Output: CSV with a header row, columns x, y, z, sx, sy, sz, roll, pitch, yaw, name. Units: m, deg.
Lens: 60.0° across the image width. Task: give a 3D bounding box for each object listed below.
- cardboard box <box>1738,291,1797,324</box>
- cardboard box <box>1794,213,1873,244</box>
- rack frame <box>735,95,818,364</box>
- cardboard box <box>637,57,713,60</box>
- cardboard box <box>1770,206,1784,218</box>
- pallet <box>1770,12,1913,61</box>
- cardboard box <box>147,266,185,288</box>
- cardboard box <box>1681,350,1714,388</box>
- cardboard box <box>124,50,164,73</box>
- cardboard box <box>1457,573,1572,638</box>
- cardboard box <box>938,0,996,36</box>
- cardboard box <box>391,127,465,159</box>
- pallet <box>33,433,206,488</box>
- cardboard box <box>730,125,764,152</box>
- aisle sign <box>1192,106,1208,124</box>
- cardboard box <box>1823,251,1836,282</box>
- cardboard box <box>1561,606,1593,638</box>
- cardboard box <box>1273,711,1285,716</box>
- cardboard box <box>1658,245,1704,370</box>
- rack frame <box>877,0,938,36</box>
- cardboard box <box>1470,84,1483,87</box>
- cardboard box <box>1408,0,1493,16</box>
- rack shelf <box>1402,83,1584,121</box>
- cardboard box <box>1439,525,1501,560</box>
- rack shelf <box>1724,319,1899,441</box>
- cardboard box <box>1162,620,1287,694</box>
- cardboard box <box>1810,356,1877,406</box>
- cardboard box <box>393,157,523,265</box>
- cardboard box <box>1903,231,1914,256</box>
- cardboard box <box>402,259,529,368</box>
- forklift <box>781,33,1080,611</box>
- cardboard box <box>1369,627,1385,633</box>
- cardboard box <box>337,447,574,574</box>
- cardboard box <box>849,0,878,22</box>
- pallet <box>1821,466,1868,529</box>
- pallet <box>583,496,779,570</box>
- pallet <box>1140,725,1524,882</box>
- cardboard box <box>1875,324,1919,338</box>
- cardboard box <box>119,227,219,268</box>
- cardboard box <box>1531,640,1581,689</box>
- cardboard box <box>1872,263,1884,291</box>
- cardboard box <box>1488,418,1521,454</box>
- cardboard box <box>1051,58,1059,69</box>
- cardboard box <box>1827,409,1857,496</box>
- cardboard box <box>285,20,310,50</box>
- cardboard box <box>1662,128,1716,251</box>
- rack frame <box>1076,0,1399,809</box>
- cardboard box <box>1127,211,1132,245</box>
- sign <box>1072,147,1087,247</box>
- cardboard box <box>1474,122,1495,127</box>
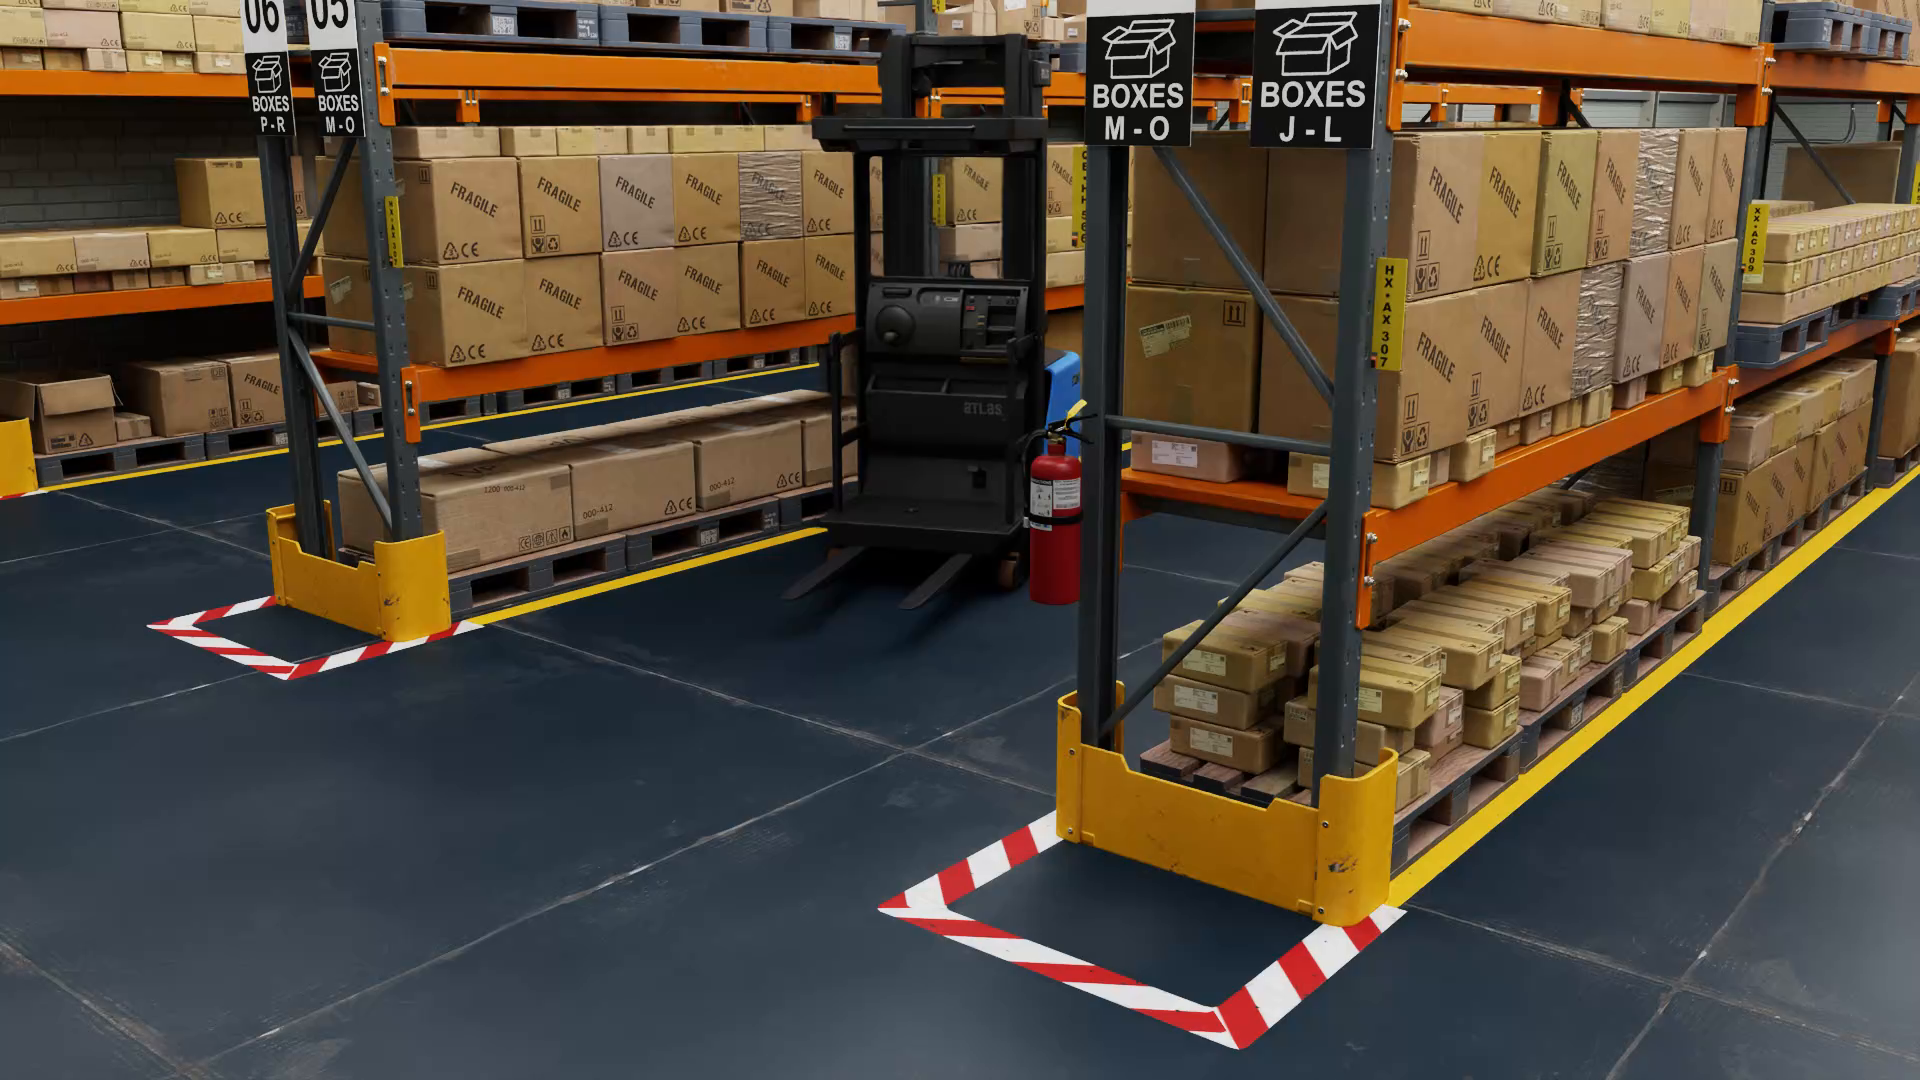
x,y,z,sx,sy,sz,roll,pitch,yaw,name
3.952,-1.178,8.325,0.380,0.149,0.250,10,17,35,cardboard box
4.930,-1.766,9.432,0.380,0.149,0.250,12,19,39,cardboard box
-1.916,-3.372,17.304,1.000,3.000,0.127,11,18,38,rack frame
-2.680,-4.425,15.662,0.500,0.250,0.500,11,18,38,cardboard box
4.928,-2.021,10.434,0.380,0.149,0.250,10,18,35,cardboard box
4.467,-2.755,9.167,1.213,0.211,1.003,11,18,38,pallet
-5.893,-1.941,12.181,0.380,0.149,0.250,12,18,38,cardboard box
3.272,-0.813,7.741,0.380,0.149,0.250,11,18,36,cardboard box
-5.849,-3.381,11.757,0.380,0.149,0.250,11,18,37,cardboard box
2.238,0.261,6.732,0.380,0.149,0.250,12,18,38,cardboard box
0.019,-3.472,11.027,0.396,0.266,0.258,11,18,37,cardboard box
-2.643,-1.945,8.136,0.380,0.149,0.250,12,18,39,cardboard box
-6.396,-0.656,12.276,1.003,0.211,1.213,11,18,38,pallet
-1.366,-2.343,9.701,0.380,0.149,0.250,11,18,36,cardboard box
3.381,-6.131,22.886,0.394,0.787,0.004,11,18,38,aisle sign
4.438,-1.471,8.876,0.380,0.149,0.250,10,18,35,cardboard box
2.518,0.292,7.213,0.380,0.149,0.250,10,17,35,cardboard box
1.084,0.654,6.392,0.380,0.149,0.250,12,19,39,cardboard box
2.935,-1.049,7.352,0.500,0.500,0.500,11,18,36,cardboard box
-0.567,-4.746,10.529,1.000,3.000,0.127,11,18,38,rack frame
5.314,-4.872,17.628,0.380,0.149,0.250,12,19,39,cardboard box
1.313,-1.753,5.145,0.500,0.250,0.500,12,19,39,cardboard box
5.718,-4.859,18.526,1.077,0.370,4.000,11,18,38,rack shelf
2.259,0.021,7.676,0.380,0.149,0.250,12,18,39,cardboard box
4.603,-1.126,9.925,1.077,0.370,4.000,11,18,38,rack shelf
0.968,0.423,6.093,0.380,0.149,0.250,12,18,38,cardboard box
5.635,-1.042,10.833,0.500,0.250,0.500,11,18,36,cardboard box
-2.558,-1.653,8.305,0.500,0.500,0.500,11,18,36,cardboard box
5.738,-1.867,10.435,0.380,0.149,0.250,12,19,40,cardboard box
-2.556,-1.168,8.427,0.500,0.500,0.500,11,18,37,cardboard box
-0.131,-1.255,9.109,1.130,2.935,3.031,4,15,16,forklift
1.516,0.428,6.680,0.380,0.149,0.250,11,18,37,cardboard box
-2.744,-0.176,9.075,0.875,0.438,0.875,11,18,36,cardboard box
-0.720,-3.307,10.175,0.396,0.266,0.258,12,19,39,cardboard box
5.368,-0.357,11.099,1.003,0.211,1.213,11,18,38,pallet
-1.873,-0.119,10.162,1.003,0.211,1.213,11,18,38,pallet
1.418,0.861,6.305,1.003,0.211,1.213,11,18,38,pallet
6.860,-1.242,12.635,1.050,0.750,0.750,12,18,38,cardboard box
-5.817,-2.151,12.197,0.500,0.250,0.500,11,18,36,cardboard box
2.372,0.503,6.987,0.380,0.149,0.250,11,18,38,cardboard box
5.262,-1.579,9.902,0.380,0.149,0.250,10,18,35,cardboard box
1.875,-0.433,6.244,0.380,0.149,0.250,11,18,37,cardboard box
1.116,-5.761,20.071,0.380,0.149,0.250,12,18,39,cardboard box
5.321,-0.585,10.556,0.500,0.500,0.500,12,19,40,cardboard box
-5.188,-3.803,12.608,0.500,0.250,0.500,12,18,39,cardboard box
2.941,-1.537,7.245,0.500,0.500,0.500,11,18,36,cardboard box
0.832,-0.326,5.313,1.000,3.000,0.127,11,18,38,rack frame
1.215,-2.442,12.933,0.500,0.250,0.500,11,18,36,cardboard box
0.413,-1.130,5.485,0.100,0.325,0.005,11,18,38,sign
5.244,-4.193,17.698,0.700,0.500,0.500,11,18,38,cardboard box
